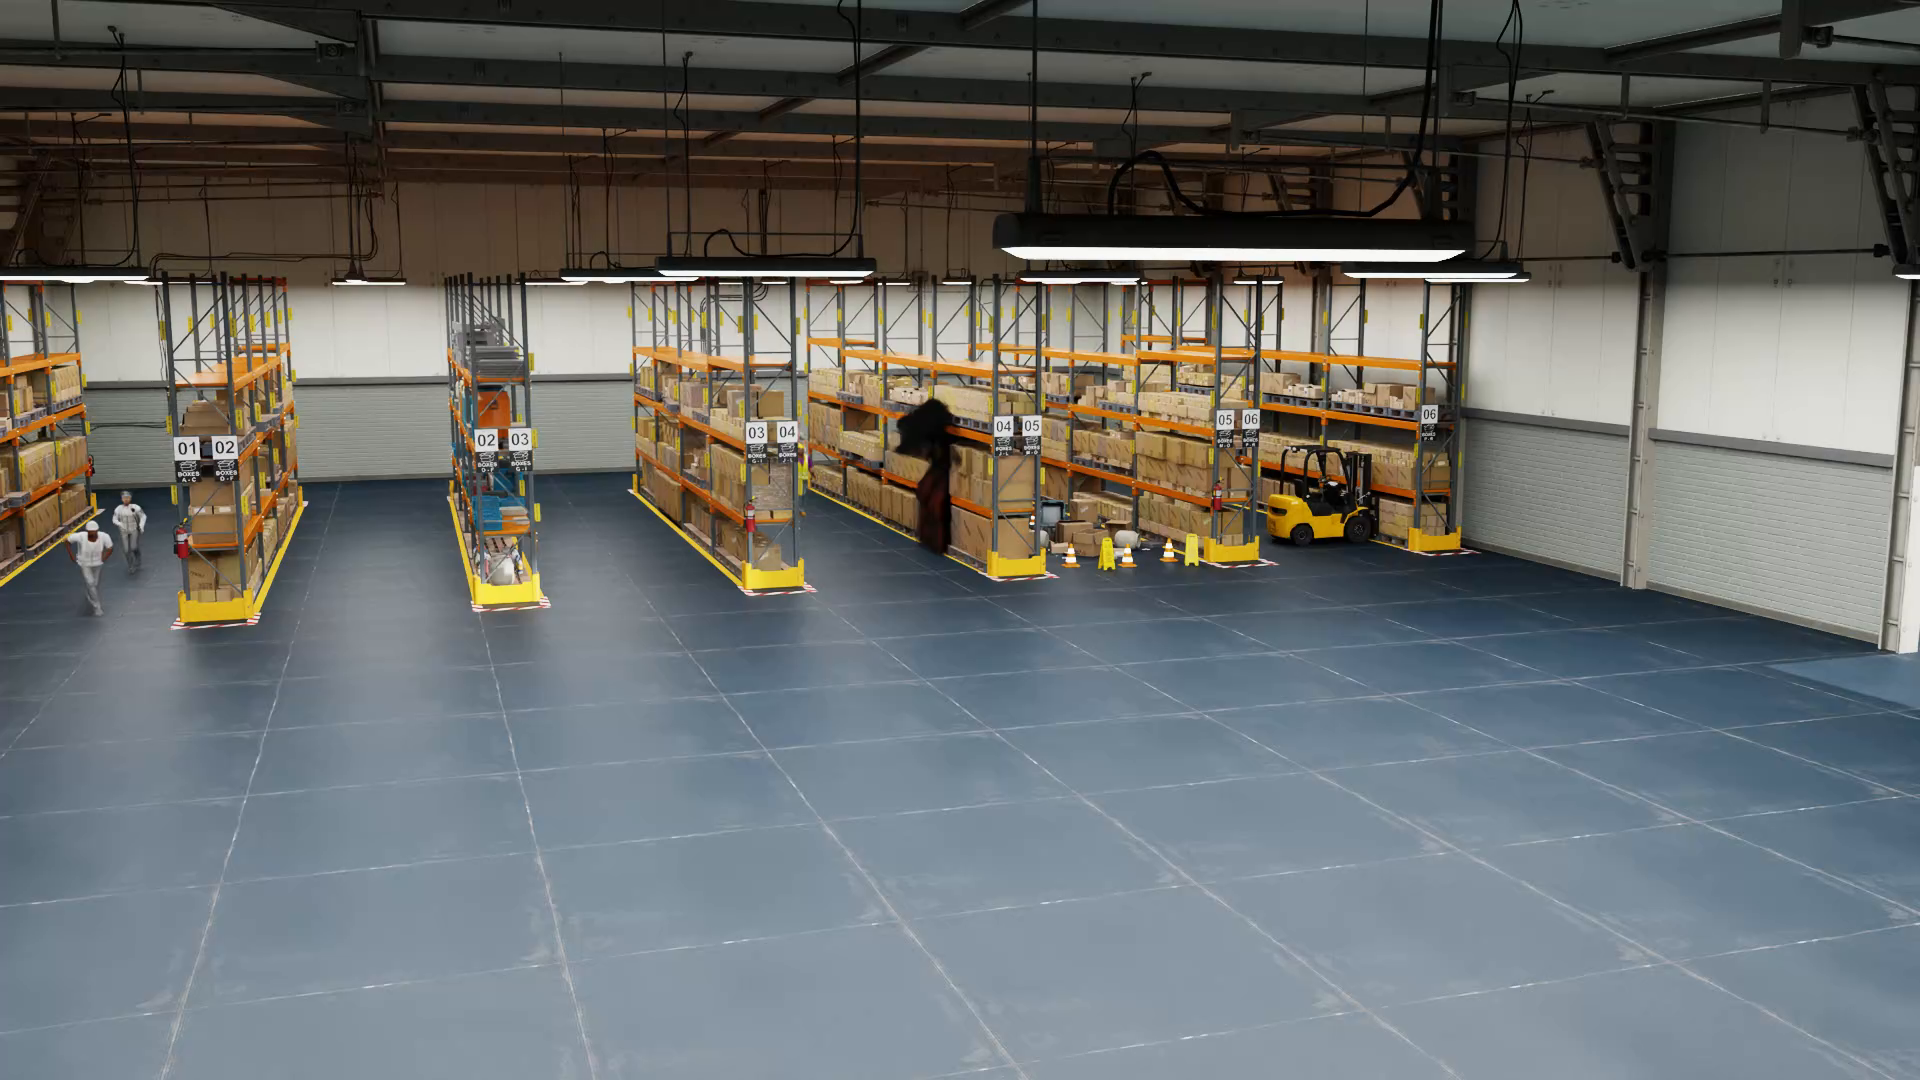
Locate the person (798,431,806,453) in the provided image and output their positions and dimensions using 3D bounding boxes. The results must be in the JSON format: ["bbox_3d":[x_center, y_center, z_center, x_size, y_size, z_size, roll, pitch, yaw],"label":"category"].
[{"bbox_3d":[-4.969,-2.666,49.897,0.661,1.734,0.642,1,9,7],"label":"person"}]

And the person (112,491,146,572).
[{"bbox_3d":[-16.856,-0.170,33.739,0.604,1.659,0.538,-3,9,-18],"label":"person"}]

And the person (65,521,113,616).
[{"bbox_3d":[-15.455,0.473,29.552,0.746,1.715,1.061,-6,11,-36],"label":"person"}]

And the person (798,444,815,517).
[{"bbox_3d":[-3.893,-1.466,40.214,0.683,1.737,0.778,-4,10,-27],"label":"person"}]
